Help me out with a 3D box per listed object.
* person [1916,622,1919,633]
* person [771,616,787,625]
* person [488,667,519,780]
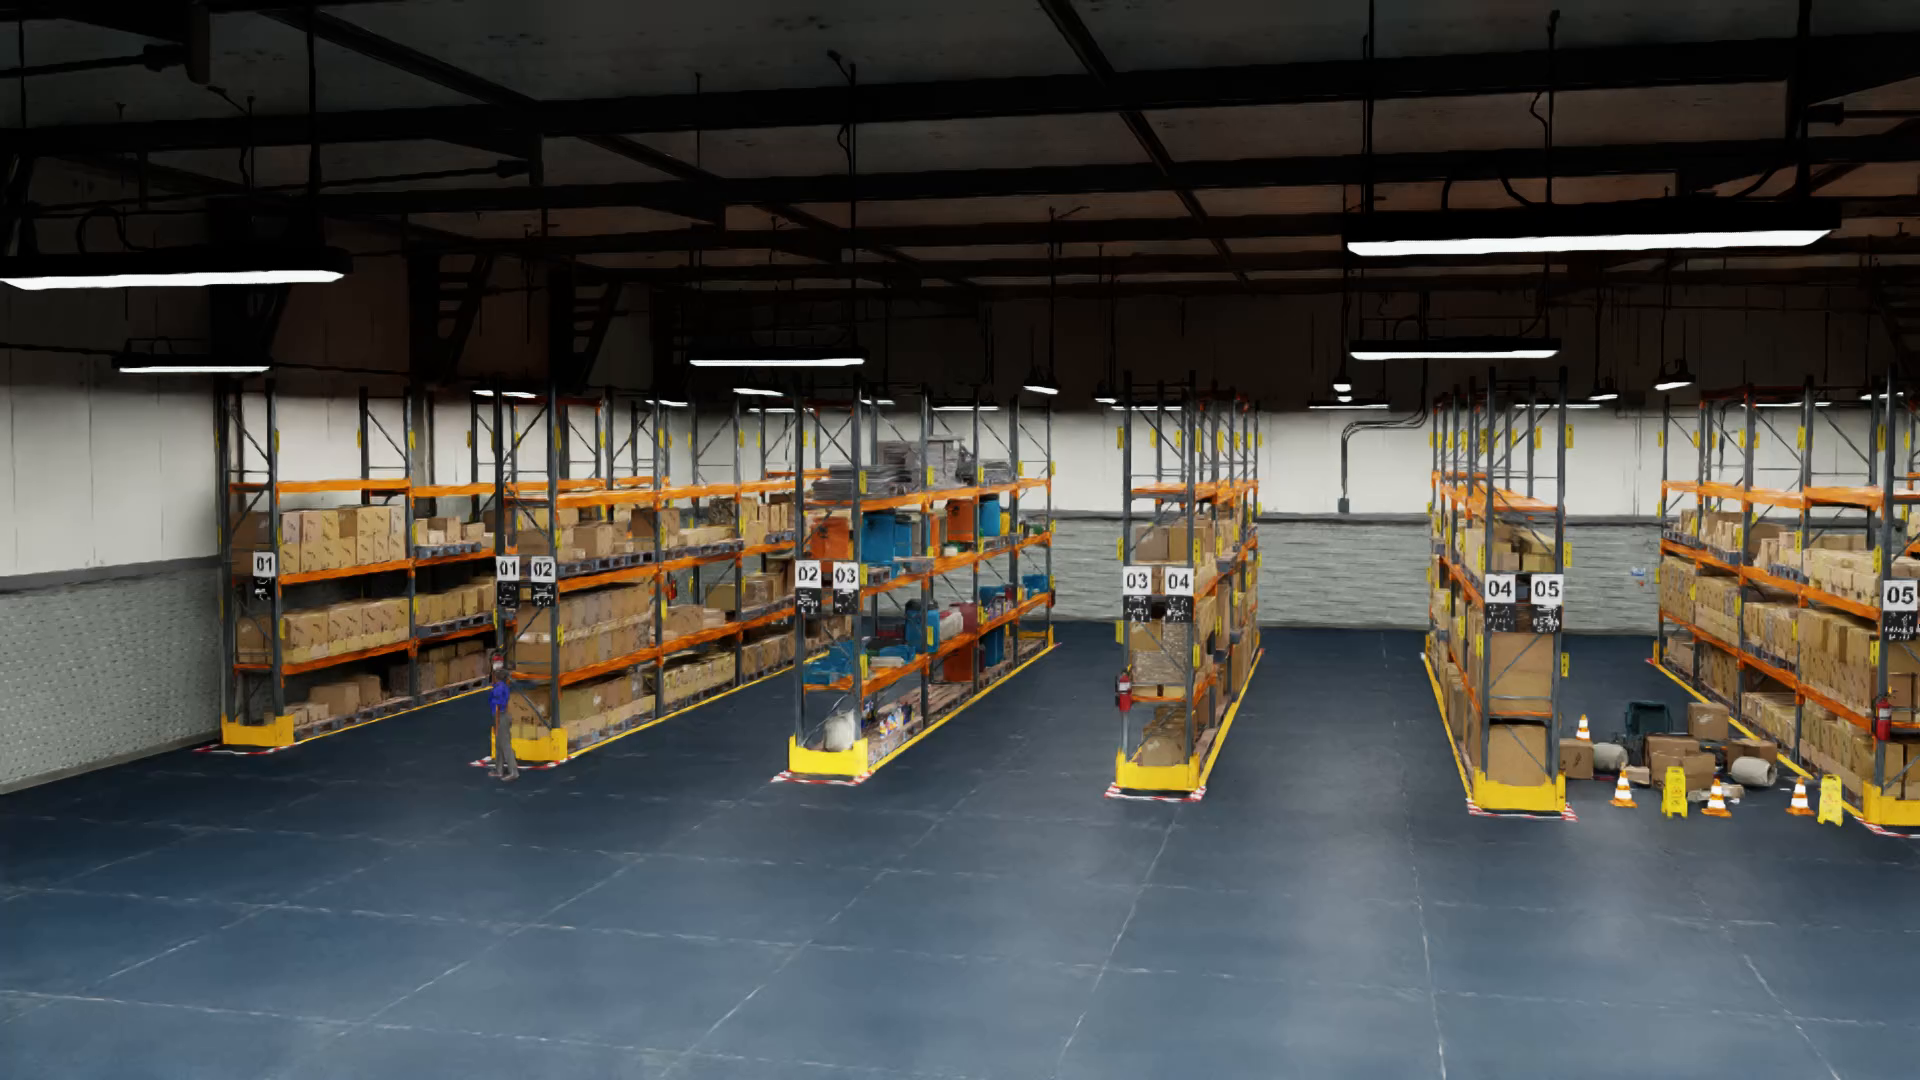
[{"bbox_3d":[18.527,2.150,32.521,0.553,1.771,0.607,2,4,29],"label":"person"},{"bbox_3d":[-4.586,1.548,42.621,0.501,1.791,0.650,1,4,24],"label":"person"},{"bbox_3d":[-6.788,2.703,24.607,0.532,1.657,0.582,0,3,-2],"label":"person"}]
